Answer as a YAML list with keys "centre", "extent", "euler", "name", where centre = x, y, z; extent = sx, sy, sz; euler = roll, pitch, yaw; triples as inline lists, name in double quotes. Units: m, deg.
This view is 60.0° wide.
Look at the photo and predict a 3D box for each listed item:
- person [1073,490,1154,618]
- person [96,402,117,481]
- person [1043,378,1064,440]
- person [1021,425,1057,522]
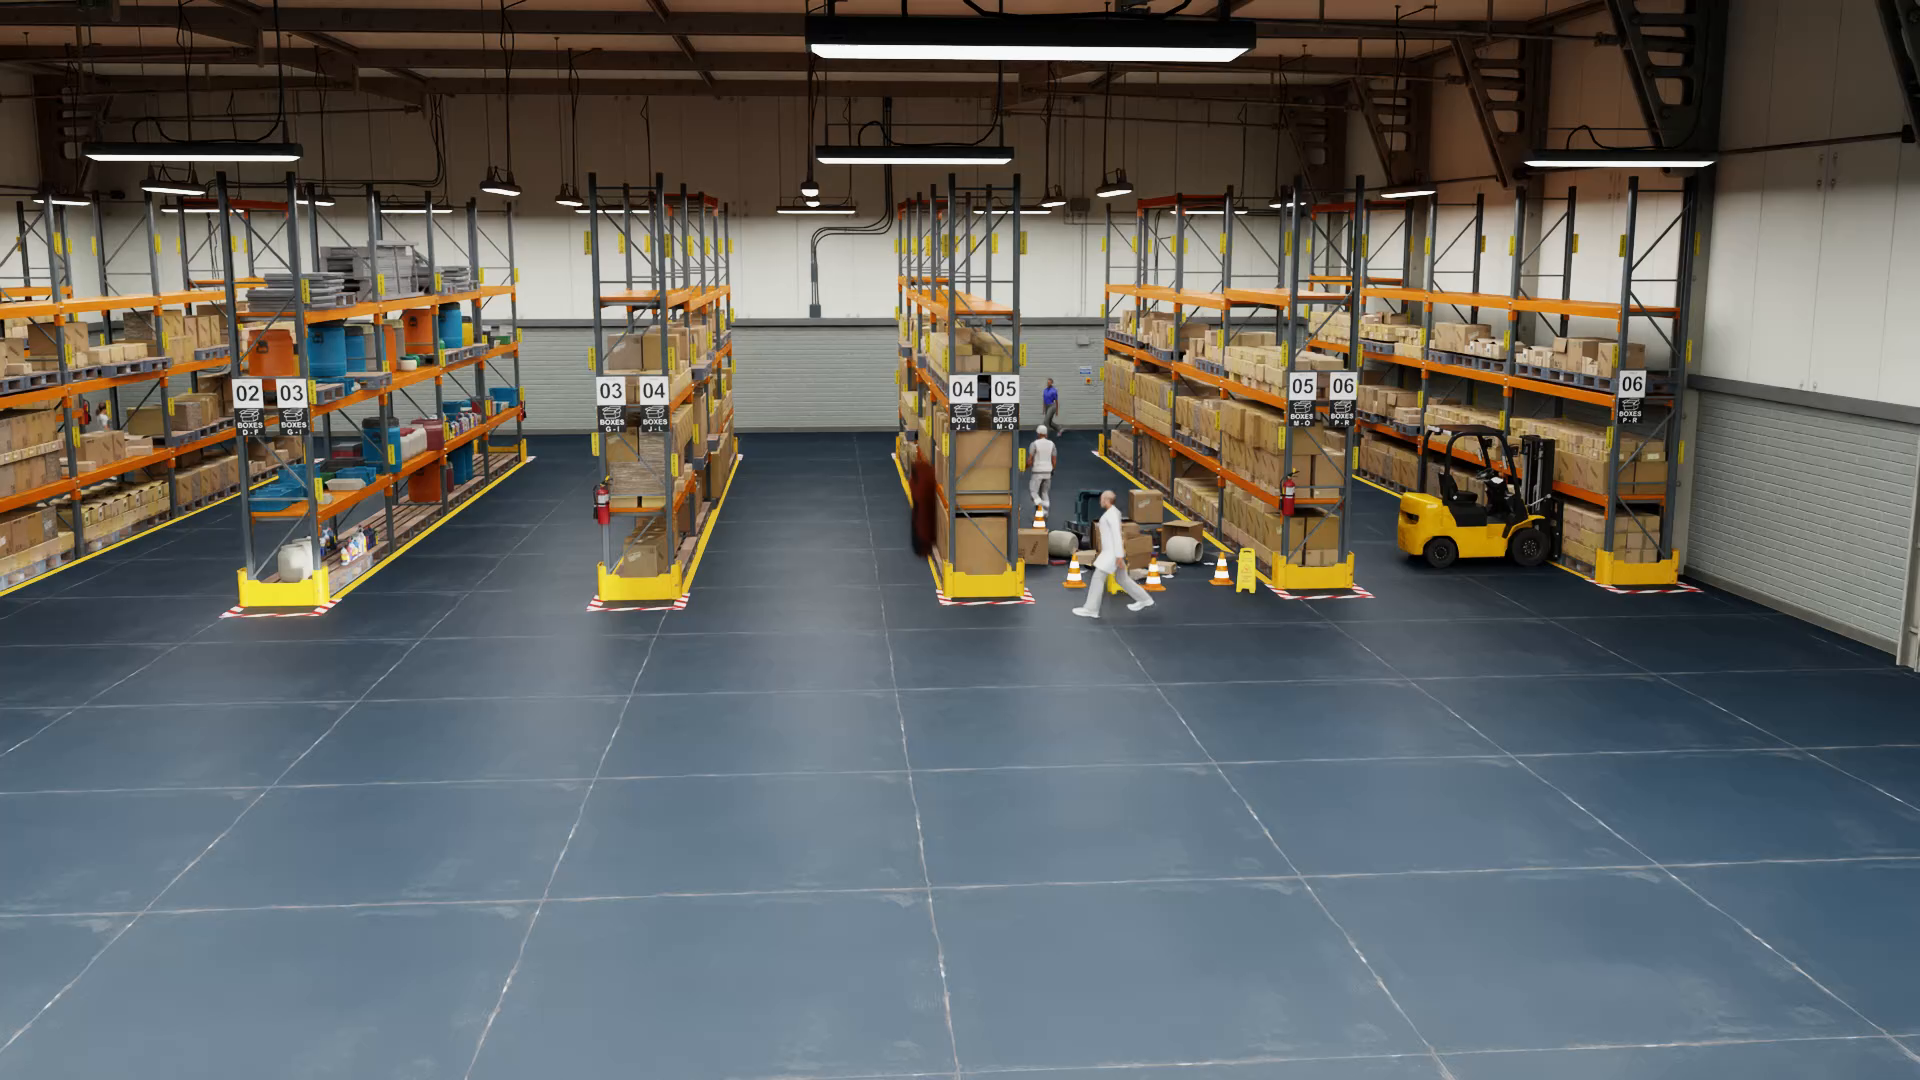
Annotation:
- centre: [2.101, 0.190, 22.601]
  extent: [1.144, 1.730, 0.589]
  euler: [0, 10, -2]
  name: "person"
- centre: [-18.488, -2.137, 36.004]
  extent: [0.526, 1.692, 0.381]
  euler: [8, 13, 39]
  name: "person"
- centre: [2.389, -3.406, 43.278]
  extent: [0.881, 1.603, 0.427]
  euler: [-6, 12, -31]
  name: "person"
- centre: [1.527, -1.220, 30.584]
  extent: [0.634, 1.768, 0.636]
  euler: [-5, 11, -27]
  name: "person"
